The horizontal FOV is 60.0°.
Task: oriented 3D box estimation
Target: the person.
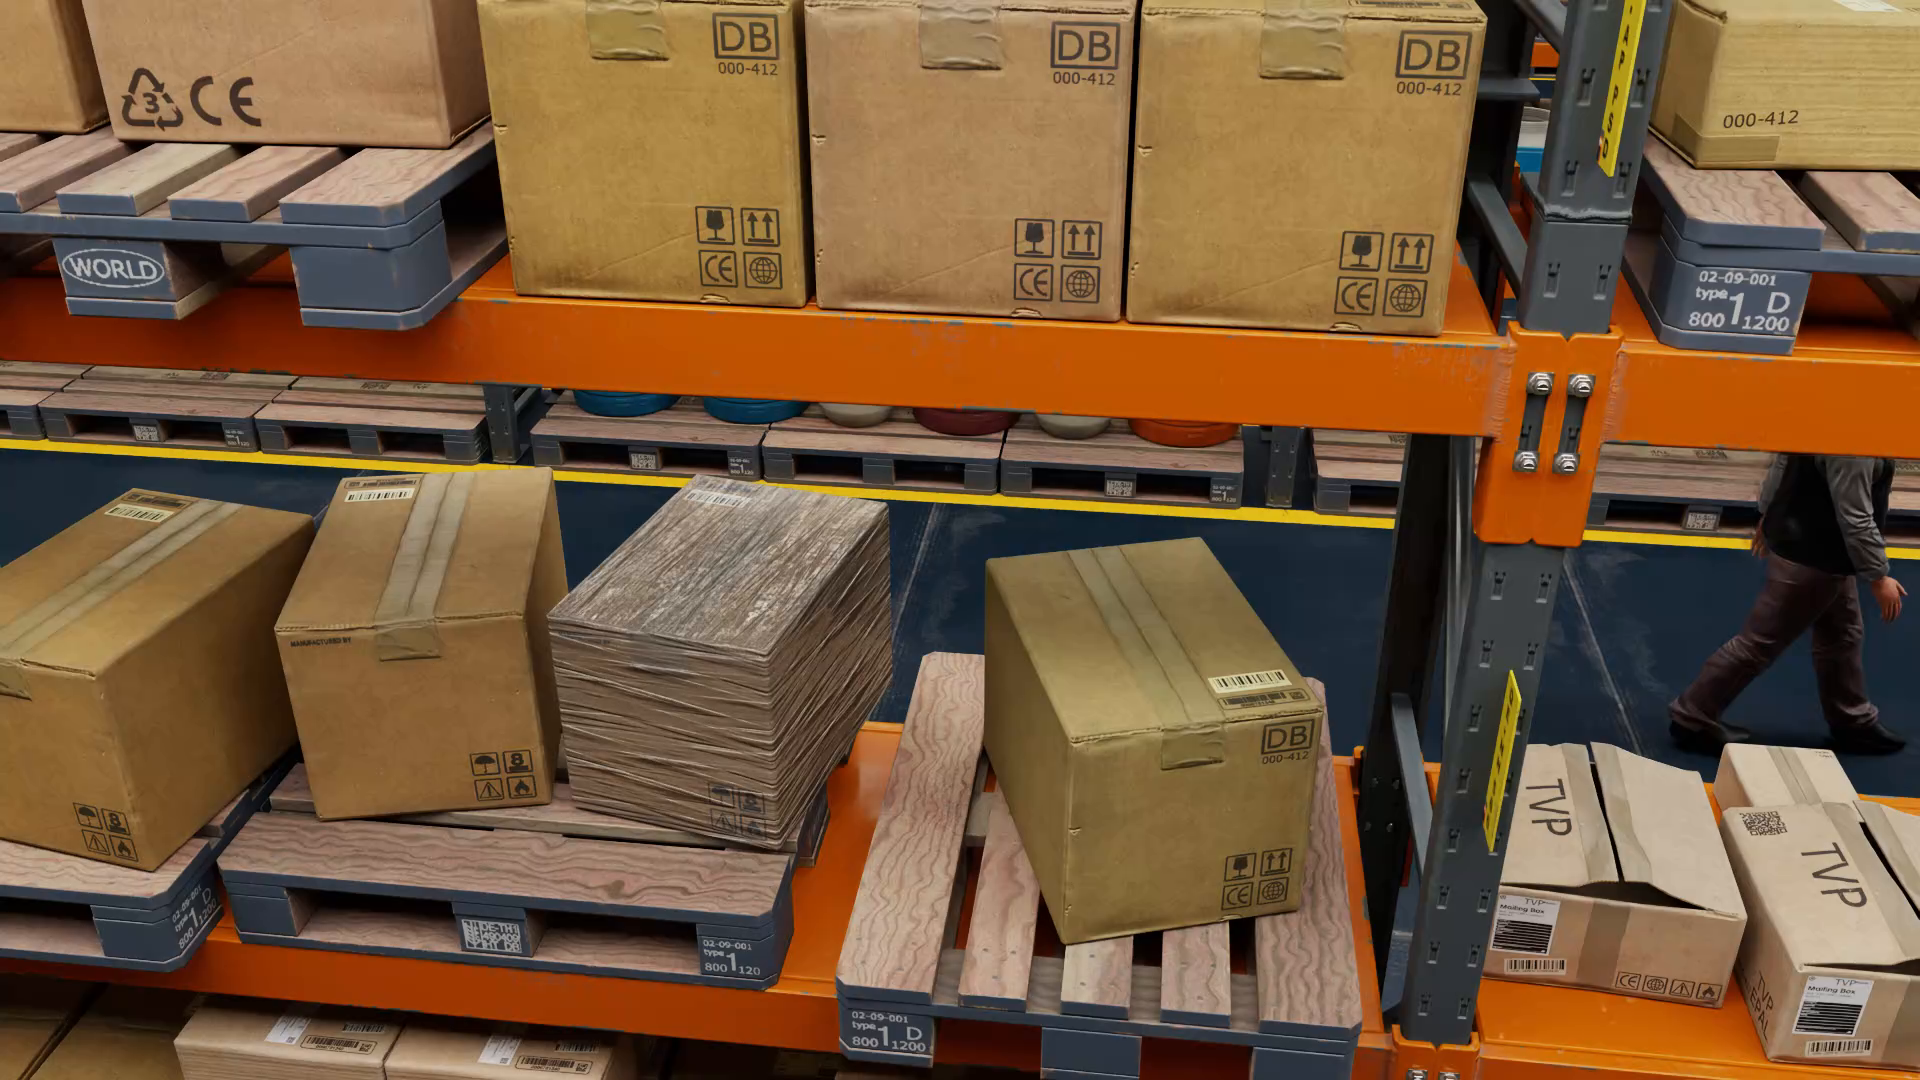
[{"bbox_3d":[3.177,0.068,5.994,0.904,1.695,0.579,8,29,14],"label":"person"}]
